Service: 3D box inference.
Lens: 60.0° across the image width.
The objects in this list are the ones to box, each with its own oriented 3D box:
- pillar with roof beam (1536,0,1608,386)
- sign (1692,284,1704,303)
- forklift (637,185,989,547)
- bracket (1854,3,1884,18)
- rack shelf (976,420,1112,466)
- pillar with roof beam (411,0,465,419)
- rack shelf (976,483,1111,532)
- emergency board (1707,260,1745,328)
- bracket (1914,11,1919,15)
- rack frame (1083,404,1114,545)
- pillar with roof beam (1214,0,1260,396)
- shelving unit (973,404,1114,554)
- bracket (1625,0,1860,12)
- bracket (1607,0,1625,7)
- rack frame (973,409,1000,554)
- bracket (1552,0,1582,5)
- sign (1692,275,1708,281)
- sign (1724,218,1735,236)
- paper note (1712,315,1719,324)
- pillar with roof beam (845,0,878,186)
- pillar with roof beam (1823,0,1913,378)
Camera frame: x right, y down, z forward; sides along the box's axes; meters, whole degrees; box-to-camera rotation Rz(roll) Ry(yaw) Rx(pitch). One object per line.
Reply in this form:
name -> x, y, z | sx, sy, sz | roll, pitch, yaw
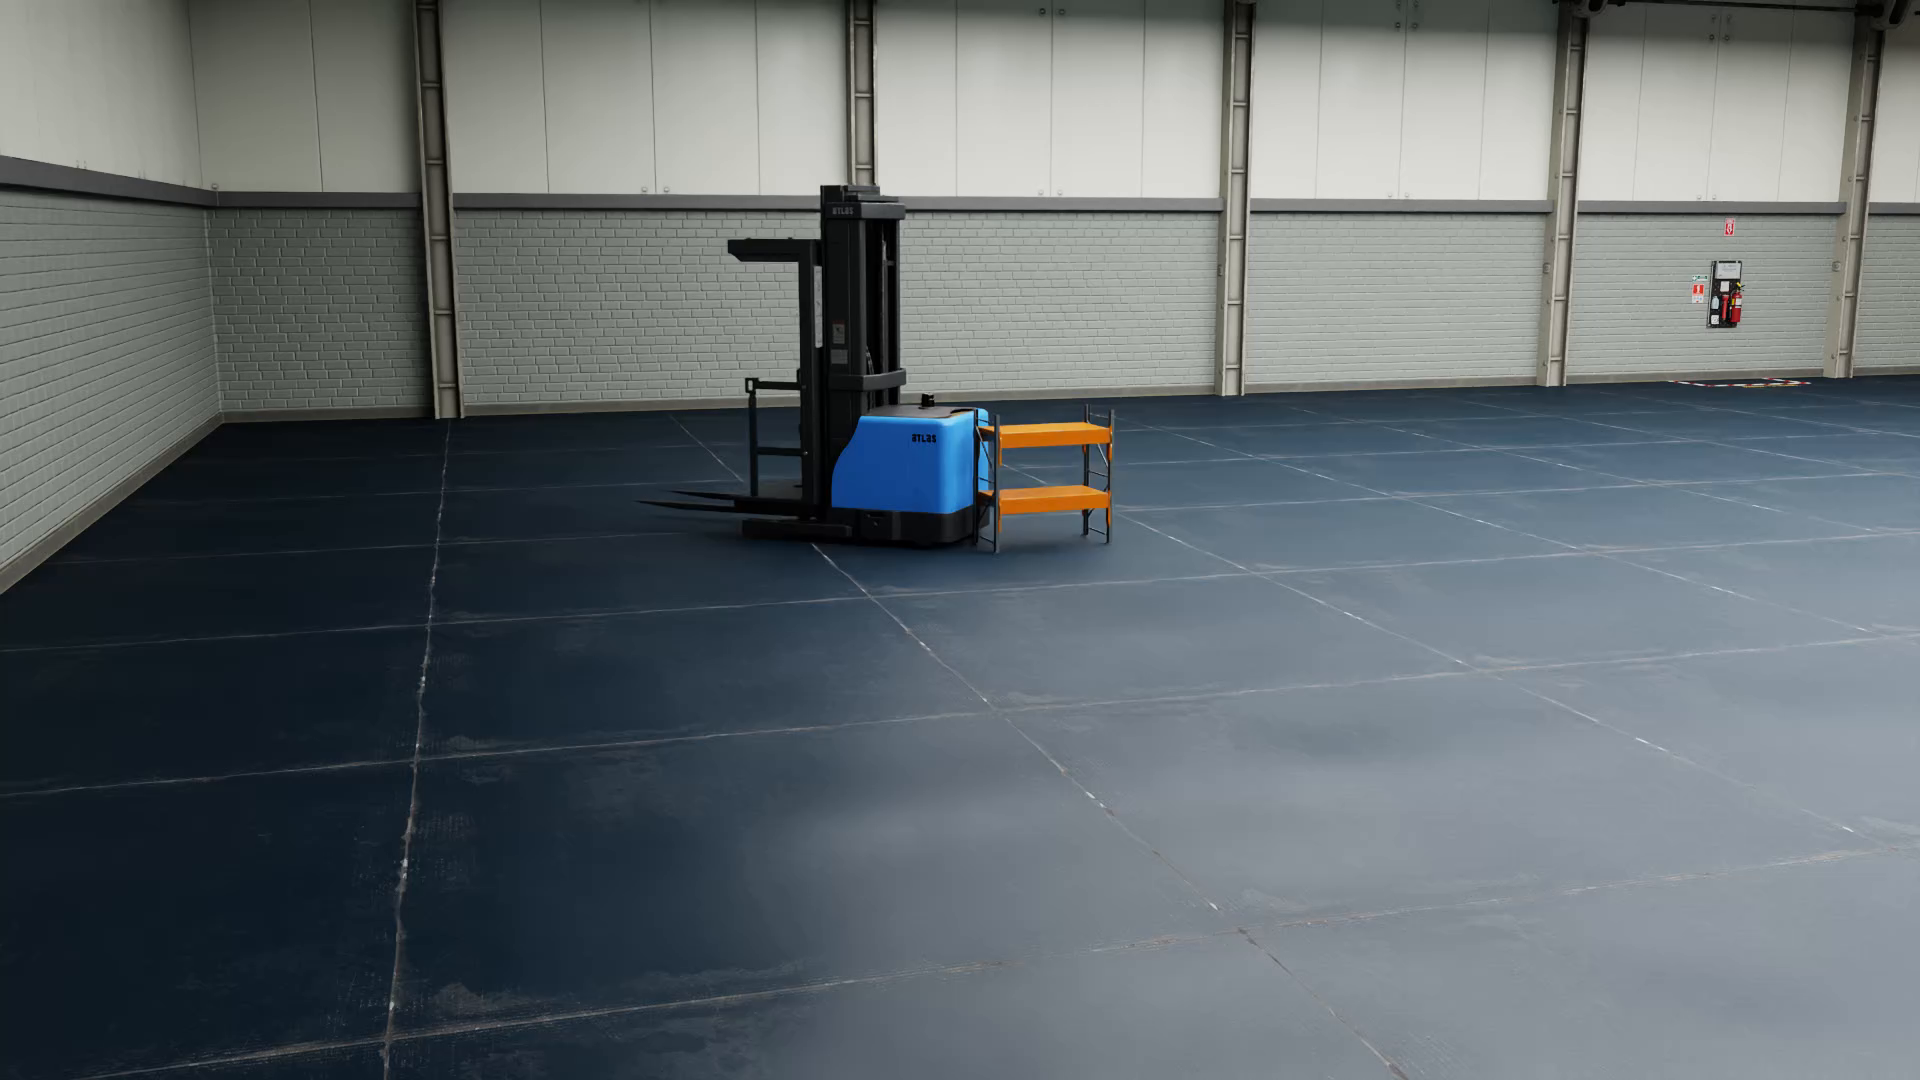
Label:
pillar with roof beam -> 11.291, -6.319, 23.519 | 0.548, 9.000, 9.100 | -3, 11, -16
sign -> 12.905, -4.310, 29.076 | 0.234, 0.329, 0.001 | -3, 11, -16
forklift -> -1.318, -1.526, 14.238 | 3.031, 2.935, 1.130 | 4, 11, 20
bracket -> 15.549, -9.059, 28.458 | 0.430, 0.232, 0.235 | -3, 11, -16
rack shelf -> 0.686, -0.806, 13.701 | 1.000, 0.278, 0.538 | -4, 11, -21
pillar with roof beam -> -5.992, -5.409, 18.571 | 0.400, 9.000, 9.100 | -3, 11, -16
rack shelf -> 0.686, -0.278, 13.798 | 1.000, 0.278, 0.538 | -4, 11, -21
emergency board -> 13.465, -4.303, 29.133 | 0.643, 1.169, 0.194 | -3, 11, -16
bracket -> 18.820, -9.231, 29.395 | 4.783, 0.066, 0.076 | -3, 11, -16
rack frame -> 1.159, -0.552, 13.936 | 0.032, 1.125, 0.500 | -4, 11, -21
pillar with roof beam -> 5.530, -6.016, 21.870 | 0.548, 9.000, 9.100 | -3, 11, -16
shelving unit -> 0.686, -0.518, 13.754 | 1.048, 1.125, 0.538 | -4, 11, -21
bracket -> 13.059, -8.928, 27.745 | 4.783, 0.066, 0.076 | -3, 11, -16
bracket -> 10.585, -8.797, 27.037 | 0.430, 0.232, 0.235 | -3, 11, -16
rack frame -> 0.213, -0.484, 13.571 | 0.032, 1.125, 0.500 | -4, 11, -21
bracket -> 9.788, -8.755, 26.809 | 0.430, 0.232, 0.235 | -3, 11, -16
sign -> 12.912, -4.569, 29.020 | 0.331, 0.109, 0.001 | -3, 11, -16
sign -> 13.429, -5.460, 29.015 | 0.199, 0.298, 0.001 | -3, 11, -16
paper note -> 13.276, -3.872, 29.230 | 0.142, 0.148, 0.016 | -3, 11, -16
pillar with roof beam -> -0.231, -5.712, 20.221 | 0.400, 9.000, 9.100 | -3, 11, -16
pillar with roof beam -> 17.052, -6.623, 25.168 | 0.548, 9.000, 9.100 | -3, 11, -16
